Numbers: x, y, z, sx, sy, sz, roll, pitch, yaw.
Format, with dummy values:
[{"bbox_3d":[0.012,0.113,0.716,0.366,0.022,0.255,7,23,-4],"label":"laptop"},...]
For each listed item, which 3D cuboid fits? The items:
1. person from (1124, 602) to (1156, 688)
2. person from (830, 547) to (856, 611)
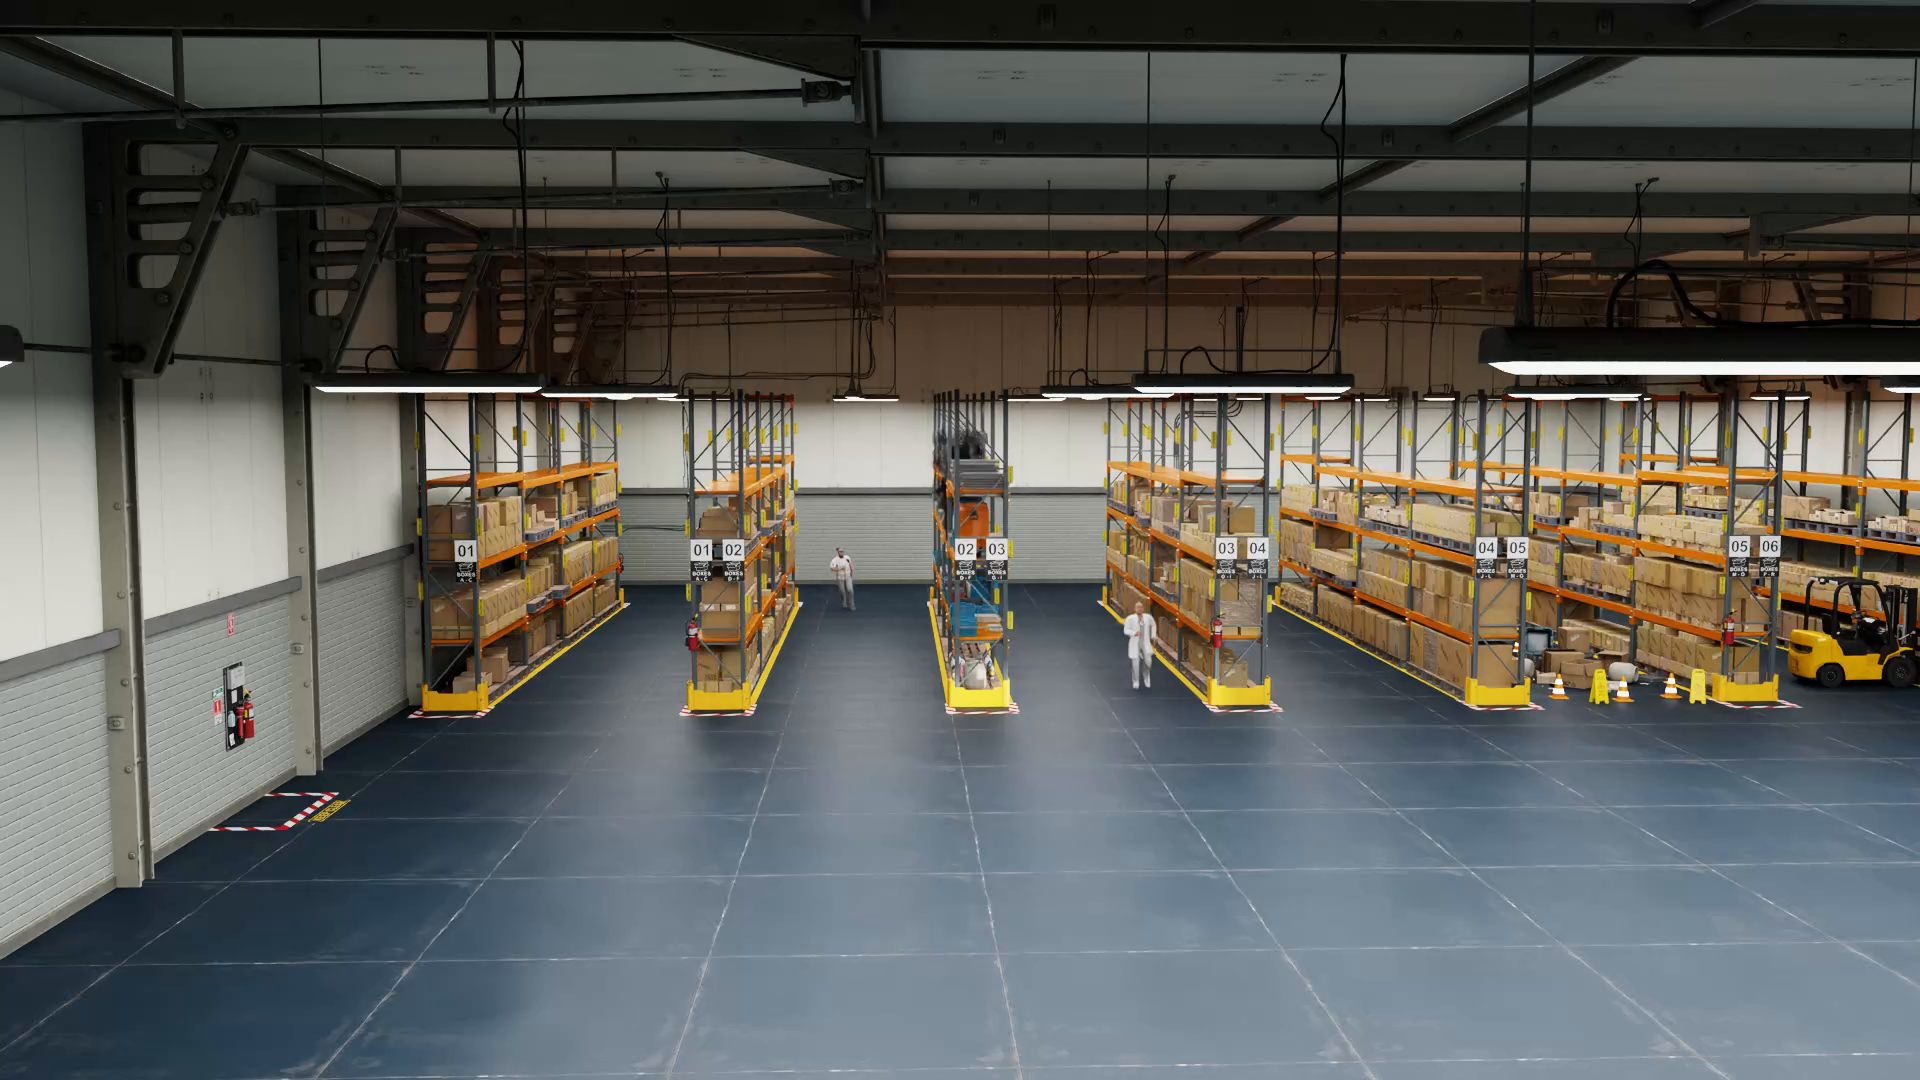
[{"bbox_3d":[3.633,2.122,33.376,0.703,1.750,0.723,0,5,-4],"label":"person"},{"bbox_3d":[-3.300,1.087,46.391,0.673,1.843,0.808,-1,5,-17],"label":"person"}]
